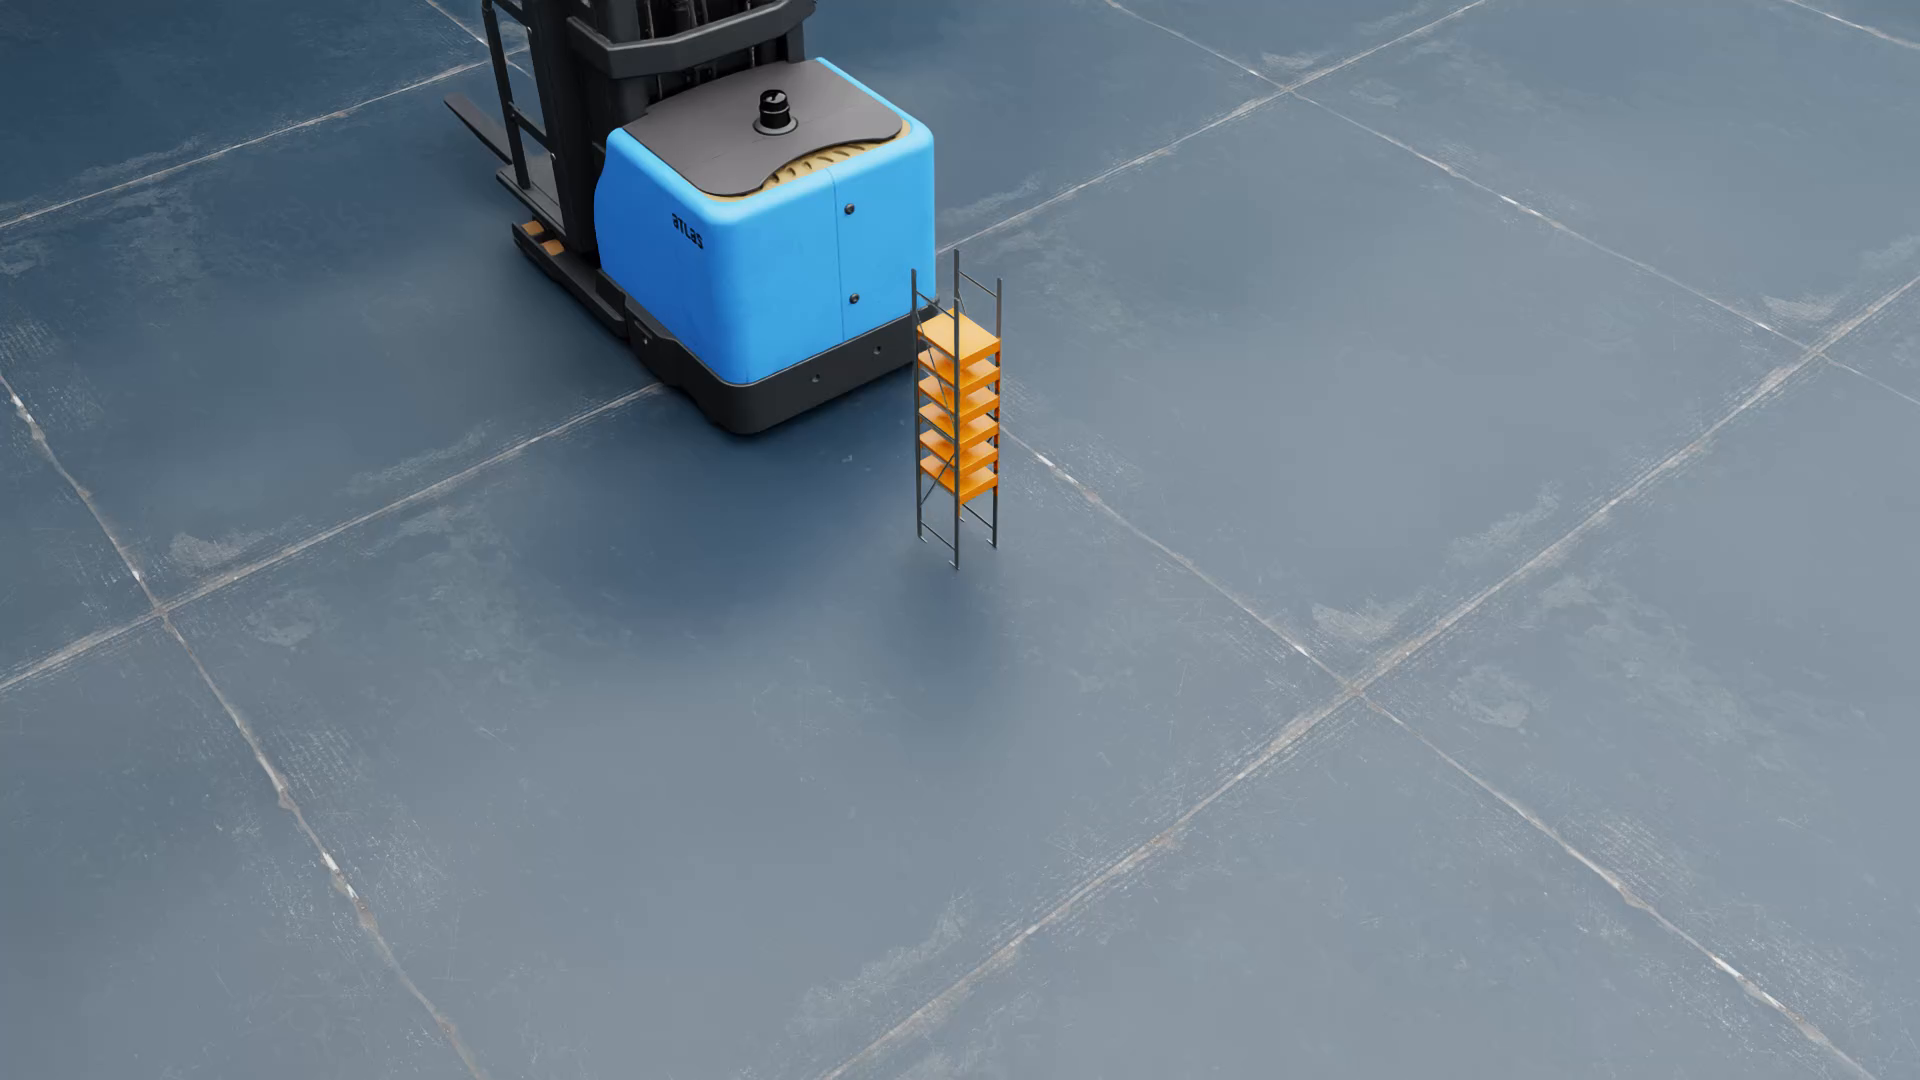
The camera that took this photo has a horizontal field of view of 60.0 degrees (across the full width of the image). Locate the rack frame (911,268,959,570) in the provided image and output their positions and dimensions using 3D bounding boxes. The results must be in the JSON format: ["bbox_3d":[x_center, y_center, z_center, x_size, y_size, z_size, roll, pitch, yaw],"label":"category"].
[{"bbox_3d":[-0.081,-0.391,5.790,0.006,1.200,0.240,-30,51,-28],"label":"rack frame"}]

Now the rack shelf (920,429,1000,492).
[{"bbox_3d":[-0.011,-0.311,5.945,0.180,0.103,0.258,-30,51,-28],"label":"rack shelf"}]

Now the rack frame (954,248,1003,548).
[{"bbox_3d":[0.059,-0.471,5.875,0.006,1.200,0.240,-30,51,-28],"label":"rack frame"}]

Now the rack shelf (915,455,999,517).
[{"bbox_3d":[-0.011,-0.224,6.027,0.180,0.103,0.258,-30,51,-28],"label":"rack shelf"}]

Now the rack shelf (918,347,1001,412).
[{"bbox_3d":[-0.011,-0.574,5.699,0.180,0.103,0.258,-30,51,-28],"label":"rack shelf"}]

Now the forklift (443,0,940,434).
[{"bbox_3d":[-1.385,-2.443,6.711,1.130,2.935,3.031,-28,50,-27],"label":"forklift"}]

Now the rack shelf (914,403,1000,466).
[{"bbox_3d":[-0.011,-0.399,5.863,0.180,0.103,0.258,-30,51,-28],"label":"rack shelf"}]

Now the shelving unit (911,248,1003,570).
[{"bbox_3d":[-0.011,-0.431,5.832,0.189,1.200,0.258,-30,51,-28],"label":"shelving unit"}]

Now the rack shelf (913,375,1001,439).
[{"bbox_3d":[-0.011,-0.486,5.781,0.180,0.103,0.258,-30,51,-28],"label":"rack shelf"}]

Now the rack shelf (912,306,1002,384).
[{"bbox_3d":[-0.011,-0.661,5.616,0.180,0.103,0.258,-30,51,-28],"label":"rack shelf"}]
